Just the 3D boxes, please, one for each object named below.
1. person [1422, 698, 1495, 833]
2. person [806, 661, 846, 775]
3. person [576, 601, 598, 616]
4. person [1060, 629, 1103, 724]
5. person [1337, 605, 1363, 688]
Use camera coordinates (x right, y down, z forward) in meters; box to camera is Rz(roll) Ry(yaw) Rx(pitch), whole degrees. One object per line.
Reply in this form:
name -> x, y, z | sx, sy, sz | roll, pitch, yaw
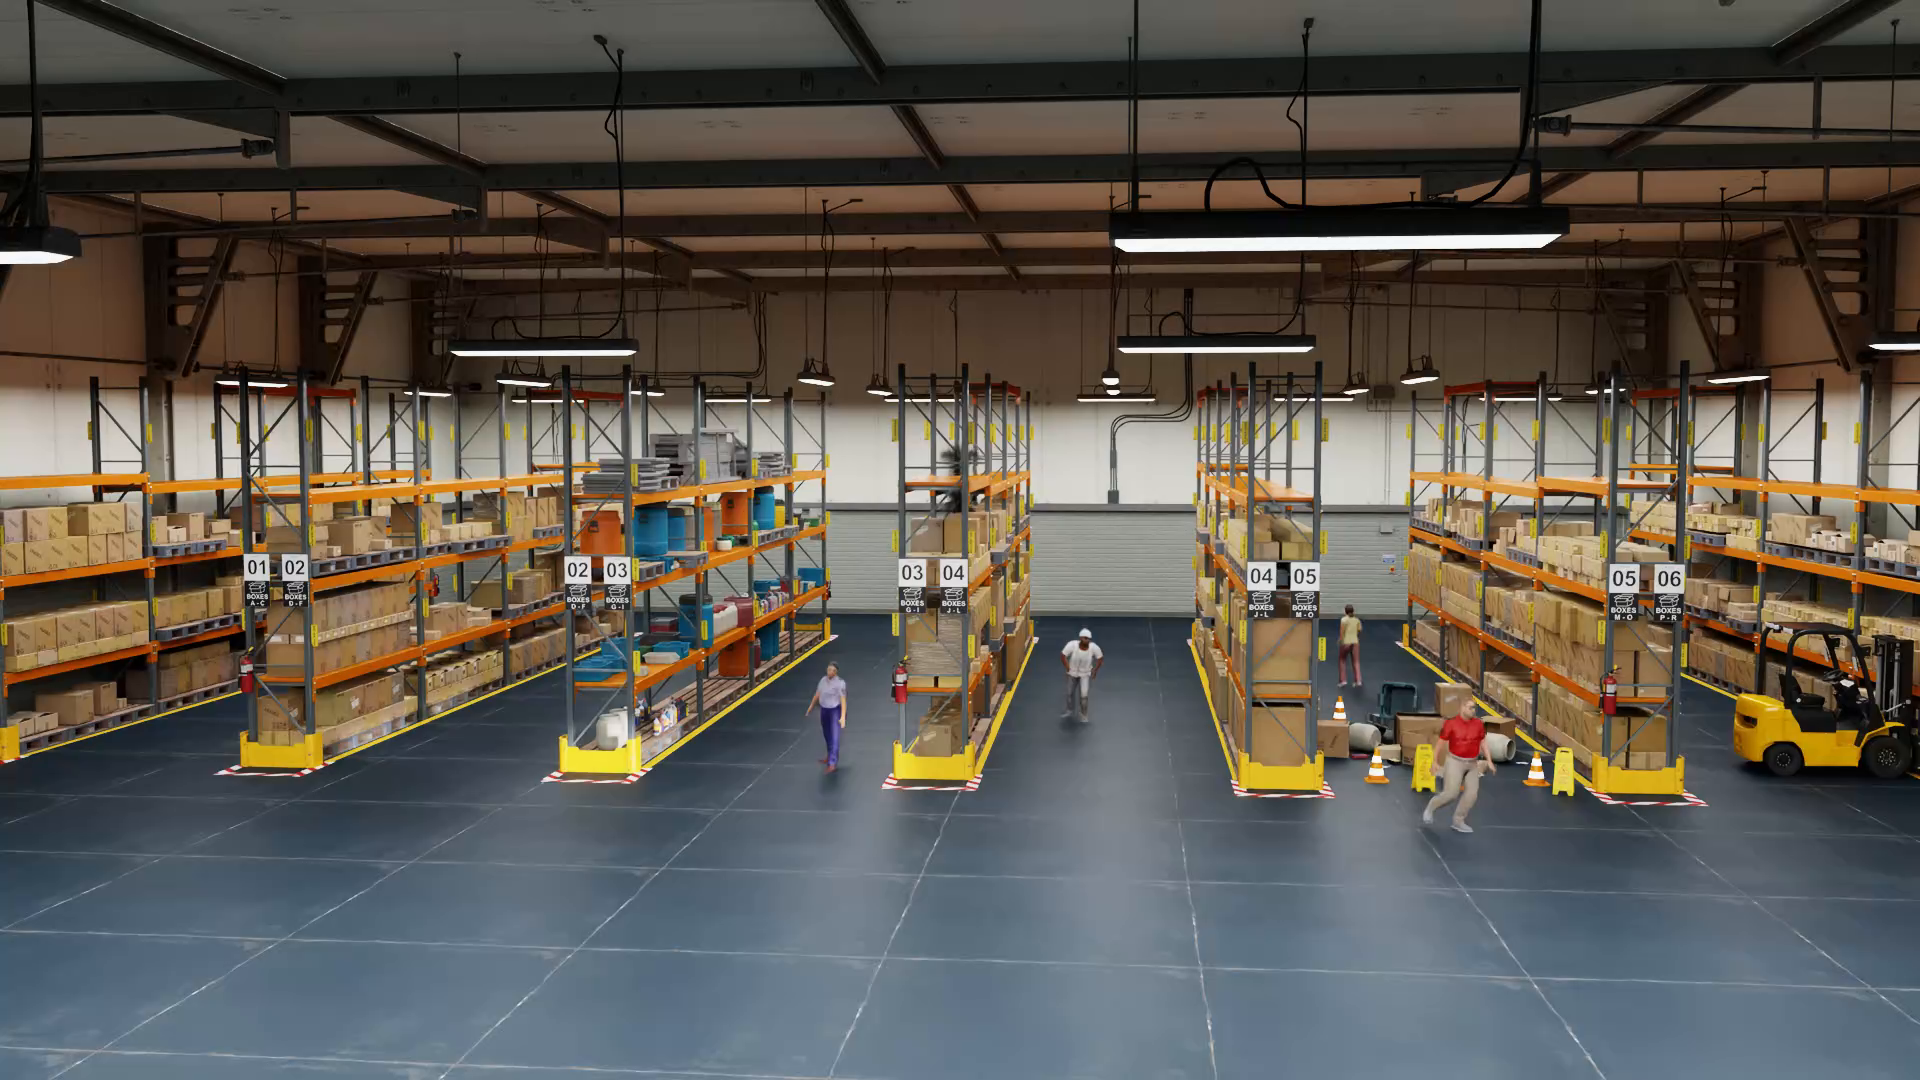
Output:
person -> 6.254, 2.814, 20.904 | 0.708, 1.696, 0.702 | -1, 4, -18
person -> -1.983, 2.604, 24.802 | 0.697, 1.623, 0.770 | 3, 5, 36
person -> -9.422, 1.370, 42.218 | 1.000, 1.768, 0.674 | 0, 4, 7
person -> 2.094, 2.348, 28.898 | 0.752, 1.667, 0.786 | 1, 4, 14
person -> 7.638, 2.099, 32.494 | 0.573, 1.640, 0.940 | 0, 4, -4
